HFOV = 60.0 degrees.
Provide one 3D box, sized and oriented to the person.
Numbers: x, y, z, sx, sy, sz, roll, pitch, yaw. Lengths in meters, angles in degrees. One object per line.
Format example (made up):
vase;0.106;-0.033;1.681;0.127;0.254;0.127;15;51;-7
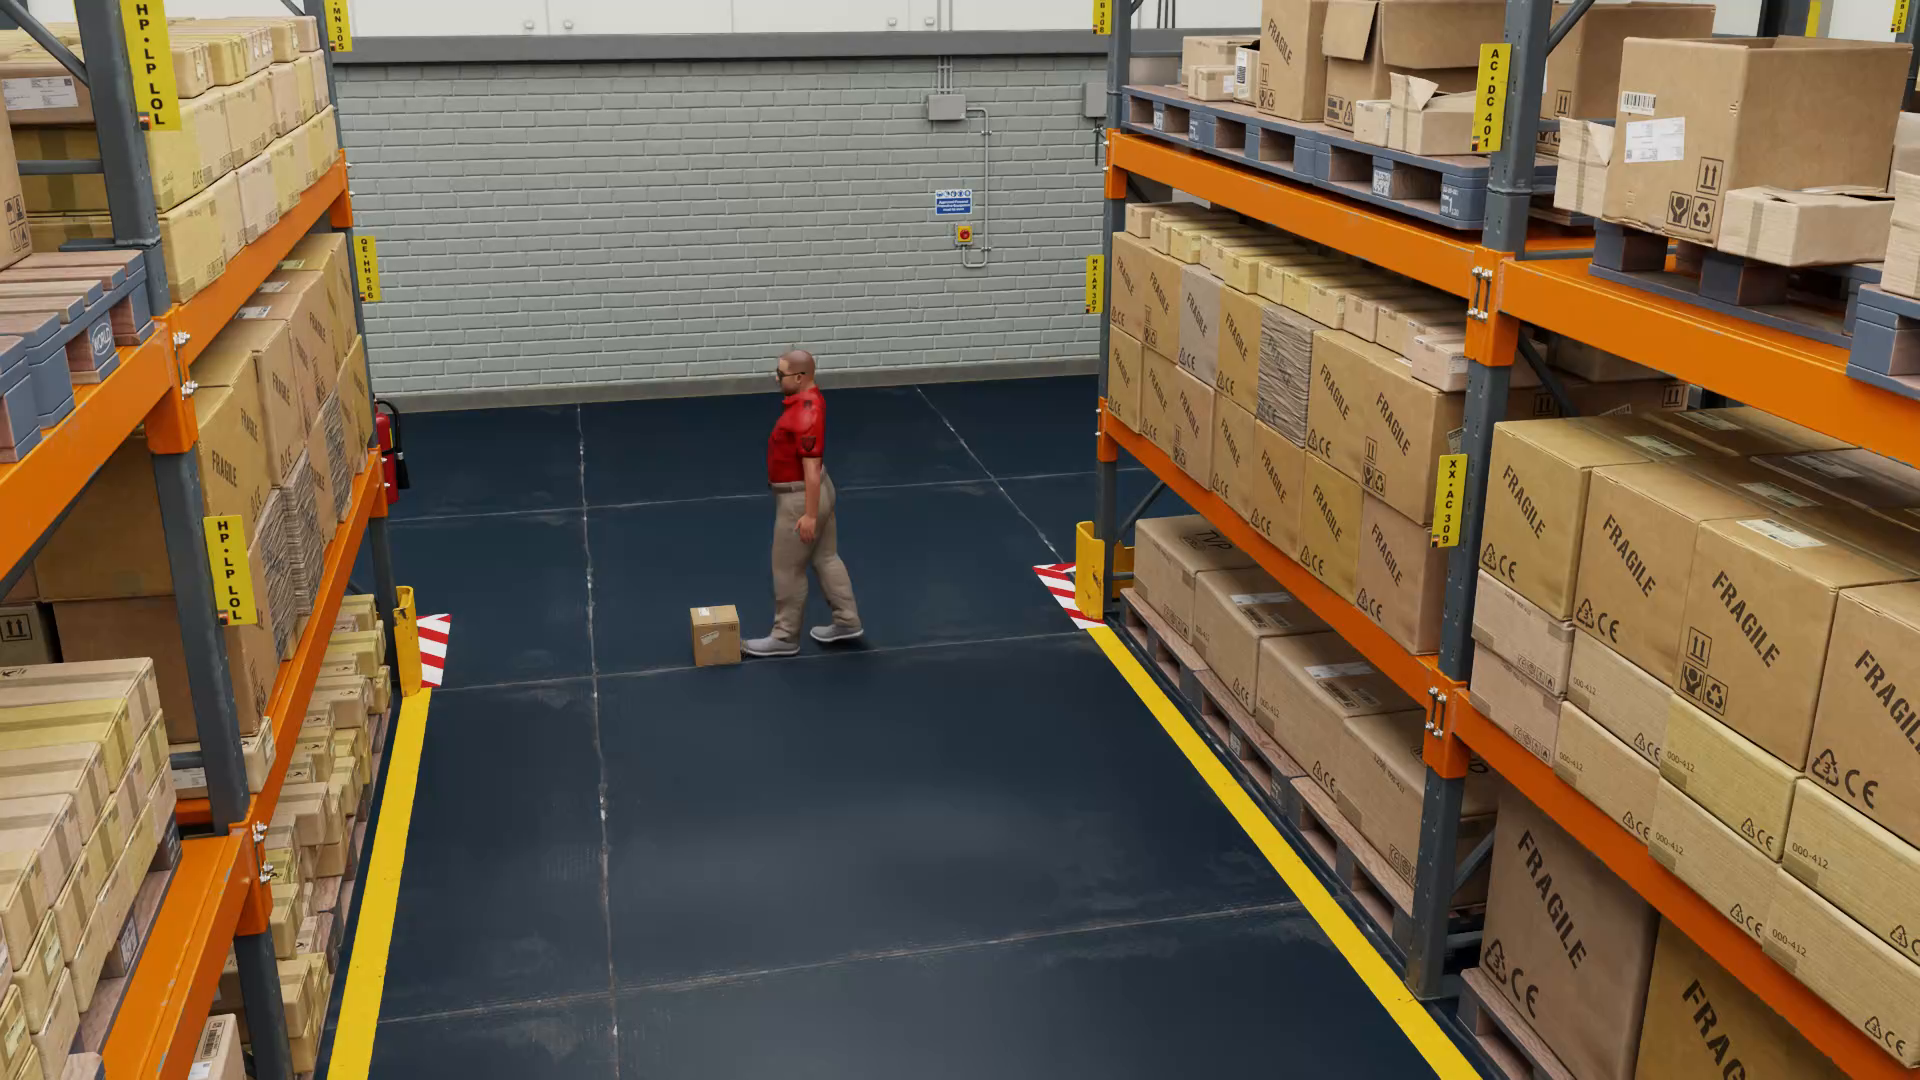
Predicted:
person;-0.889;-0.209;9.166;0.677;1.724;0.557;1;20;3
